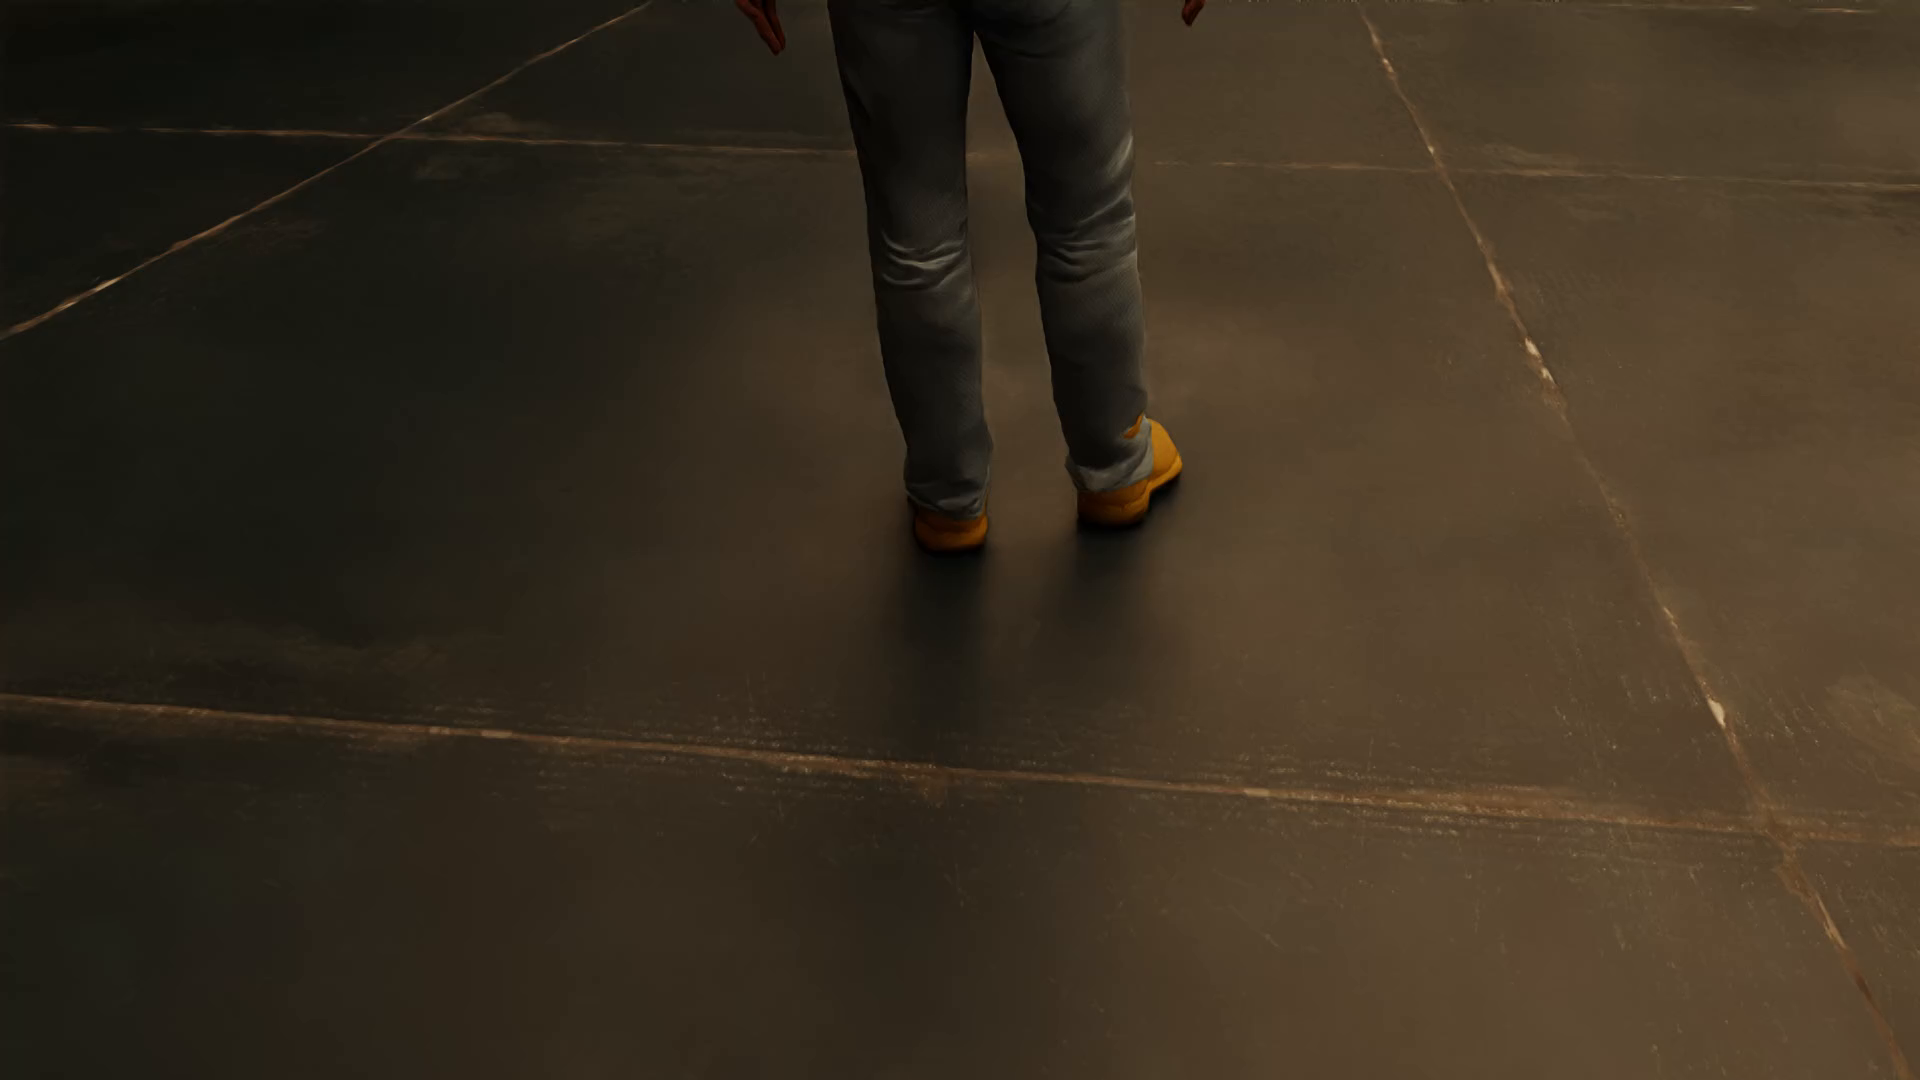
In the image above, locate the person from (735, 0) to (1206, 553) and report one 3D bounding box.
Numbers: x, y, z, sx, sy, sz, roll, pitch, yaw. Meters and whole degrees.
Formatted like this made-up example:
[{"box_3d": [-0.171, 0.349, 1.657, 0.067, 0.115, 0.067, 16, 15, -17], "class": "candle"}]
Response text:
[{"box_3d": [0.014, -0.827, 2.164, 0.665, 1.766, 0.576, 3, 27, 7], "class": "person"}]
